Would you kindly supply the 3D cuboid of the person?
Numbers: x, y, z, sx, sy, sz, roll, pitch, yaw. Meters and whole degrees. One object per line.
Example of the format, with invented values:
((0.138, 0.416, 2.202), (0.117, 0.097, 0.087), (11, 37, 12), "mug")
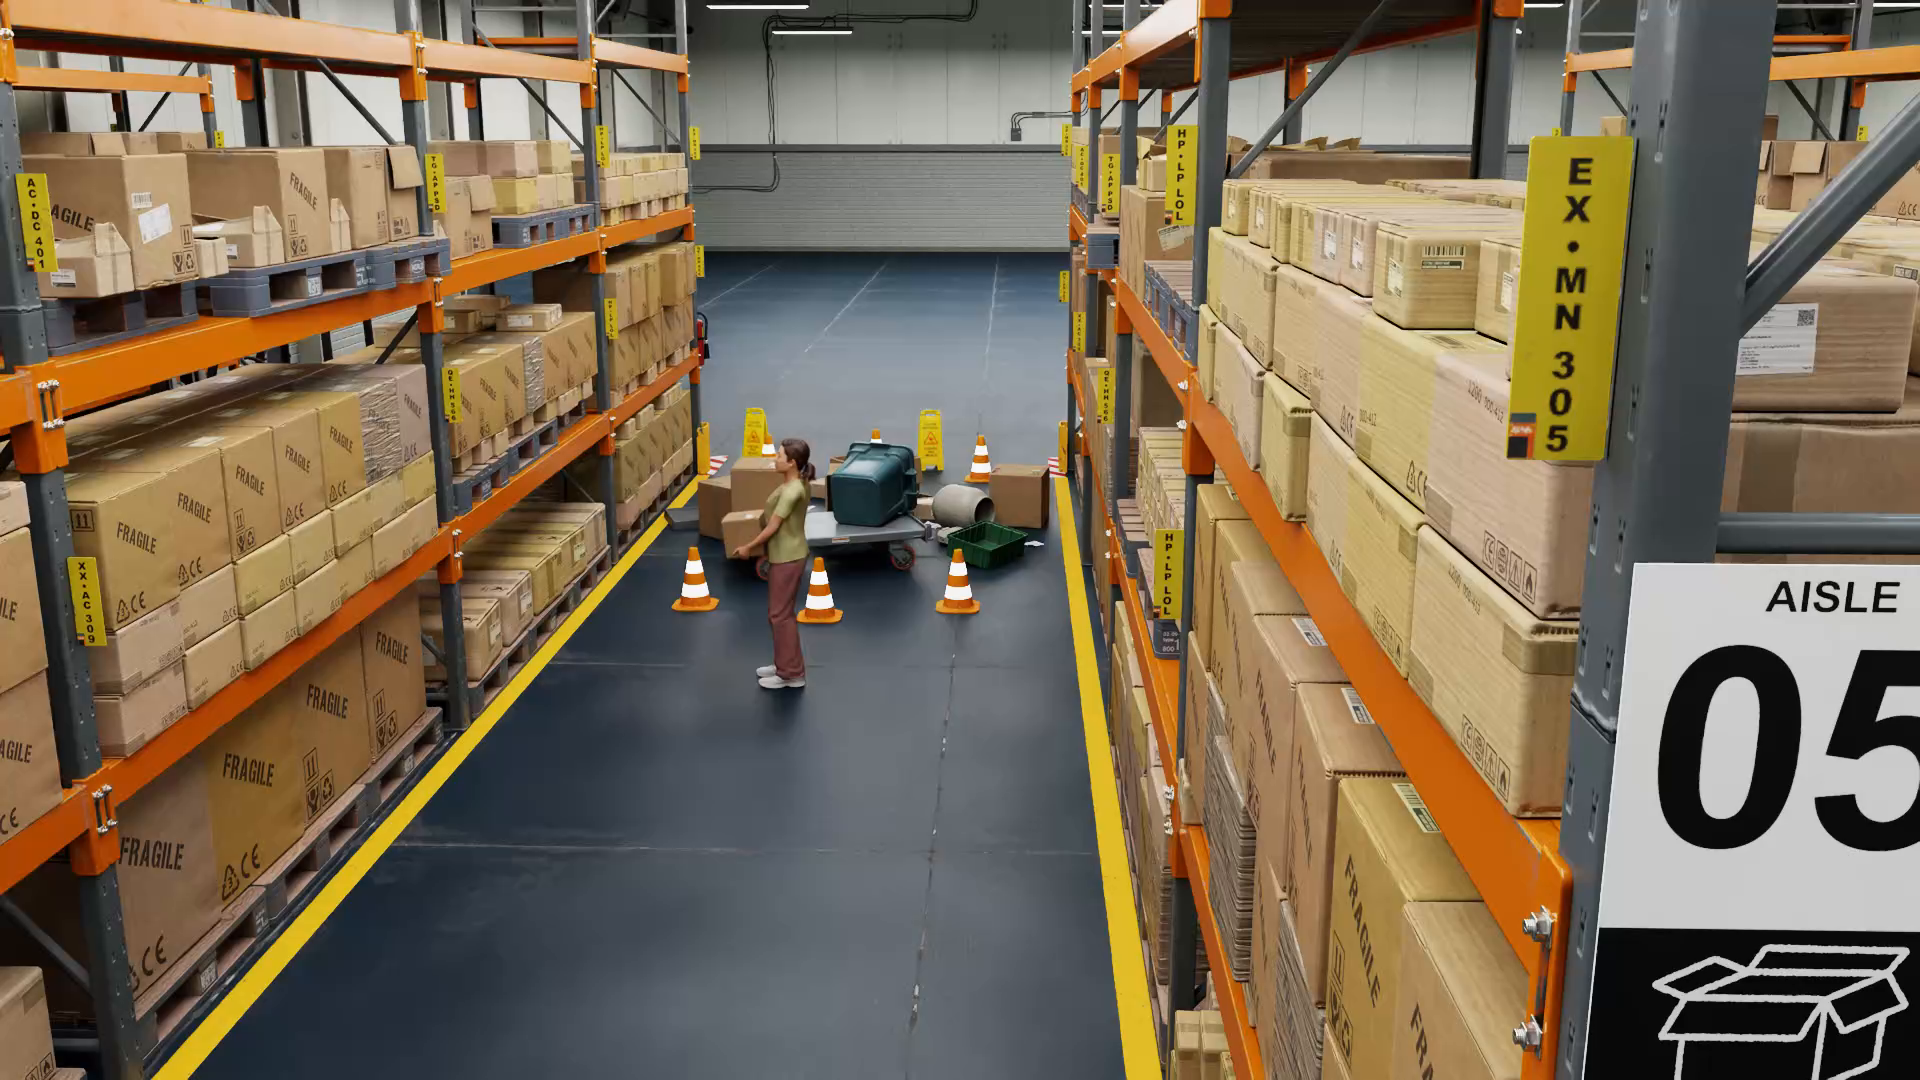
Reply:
((-1.202, 0.143, 10.955), (0.553, 1.663, 0.425), (1, 14, 3), "person")
